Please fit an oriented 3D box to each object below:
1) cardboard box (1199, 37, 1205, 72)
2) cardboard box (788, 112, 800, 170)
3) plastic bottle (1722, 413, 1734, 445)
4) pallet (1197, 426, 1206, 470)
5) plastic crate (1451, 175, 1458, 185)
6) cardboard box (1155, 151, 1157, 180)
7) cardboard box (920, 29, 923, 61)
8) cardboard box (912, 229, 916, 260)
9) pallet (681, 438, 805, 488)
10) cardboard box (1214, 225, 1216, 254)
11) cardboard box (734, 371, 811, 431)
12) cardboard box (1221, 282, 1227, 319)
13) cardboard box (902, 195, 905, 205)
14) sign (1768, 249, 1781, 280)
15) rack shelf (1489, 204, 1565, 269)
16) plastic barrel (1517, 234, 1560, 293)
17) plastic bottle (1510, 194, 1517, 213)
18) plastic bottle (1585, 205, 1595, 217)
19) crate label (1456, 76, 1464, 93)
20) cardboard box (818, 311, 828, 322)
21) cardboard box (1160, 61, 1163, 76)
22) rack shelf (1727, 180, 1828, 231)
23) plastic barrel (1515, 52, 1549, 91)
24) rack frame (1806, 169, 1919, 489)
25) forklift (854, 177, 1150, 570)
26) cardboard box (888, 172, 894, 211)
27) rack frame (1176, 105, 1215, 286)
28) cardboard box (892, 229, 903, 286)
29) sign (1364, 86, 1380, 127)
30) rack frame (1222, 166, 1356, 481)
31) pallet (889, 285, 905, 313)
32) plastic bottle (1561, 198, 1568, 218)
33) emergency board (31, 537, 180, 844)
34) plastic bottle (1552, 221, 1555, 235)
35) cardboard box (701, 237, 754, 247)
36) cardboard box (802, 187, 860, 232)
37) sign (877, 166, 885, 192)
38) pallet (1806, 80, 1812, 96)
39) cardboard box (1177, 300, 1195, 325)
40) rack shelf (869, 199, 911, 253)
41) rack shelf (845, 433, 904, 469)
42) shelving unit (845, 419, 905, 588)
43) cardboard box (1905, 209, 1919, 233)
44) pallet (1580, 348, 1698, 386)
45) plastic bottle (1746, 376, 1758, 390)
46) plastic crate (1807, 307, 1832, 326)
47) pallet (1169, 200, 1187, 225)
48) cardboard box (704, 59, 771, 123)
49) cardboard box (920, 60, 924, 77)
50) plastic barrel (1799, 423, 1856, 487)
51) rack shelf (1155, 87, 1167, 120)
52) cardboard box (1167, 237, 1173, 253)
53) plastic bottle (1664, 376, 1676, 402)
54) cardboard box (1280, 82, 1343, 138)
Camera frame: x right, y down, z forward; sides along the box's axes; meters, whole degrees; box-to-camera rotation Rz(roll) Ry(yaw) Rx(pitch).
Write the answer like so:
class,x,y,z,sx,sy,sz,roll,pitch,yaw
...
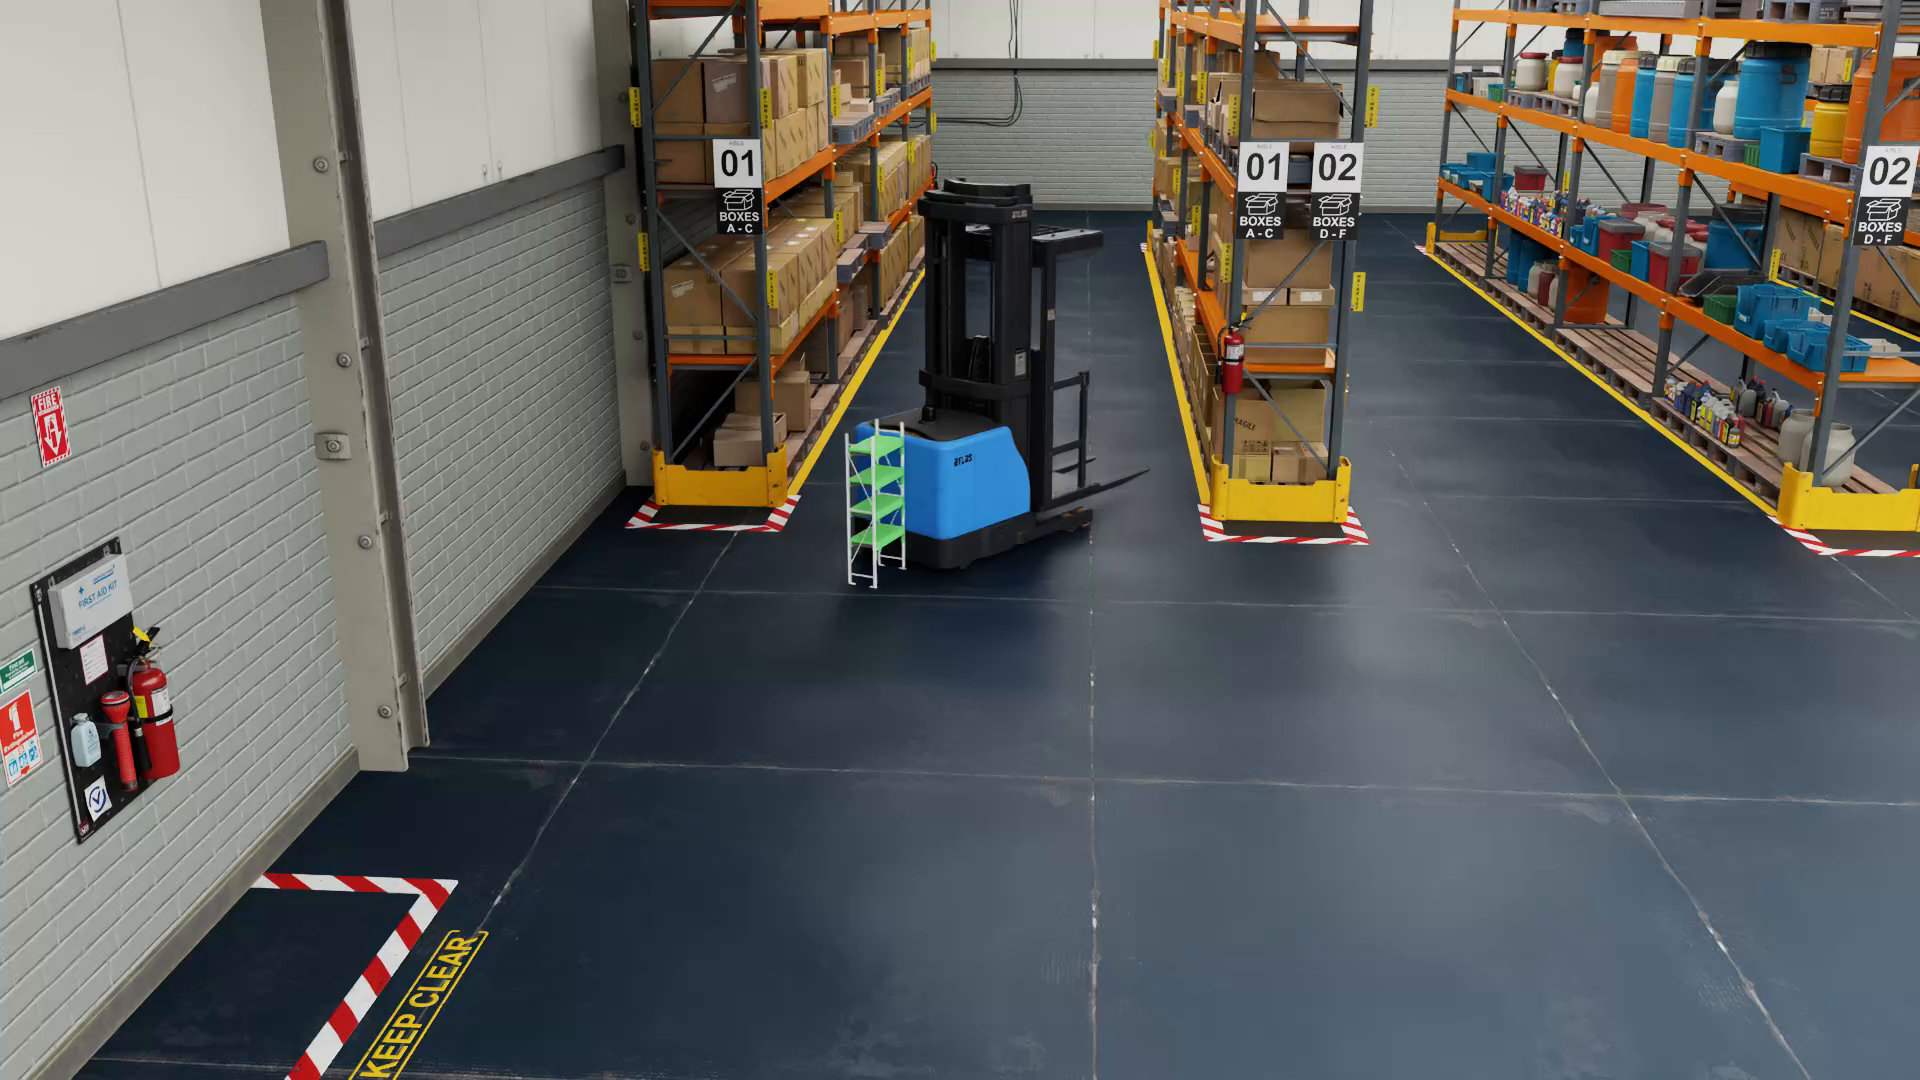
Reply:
class,x,y,z,sx,sy,sz,roll,pitch,yaw
cardboard box,3.431,-6.374,21.974,0.500,0.500,0.500,1,18,4
cardboard box,-1.777,-3.665,15.280,0.500,0.500,0.500,2,18,6
plastic bottle,7.409,-1.071,16.029,0.061,0.283,0.133,2,18,5
pallet,2.887,-0.939,16.448,1.003,0.211,1.213,1,18,4
plastic crate,8.371,-6.030,27.836,0.250,0.136,0.298,1,18,4
cardboard box,3.604,-6.372,28.391,0.500,0.500,0.500,1,18,3
cardboard box,-0.867,-8.133,27.310,0.500,0.500,0.500,0,18,1
cardboard box,-1.102,-4.881,27.342,0.700,0.500,0.500,1,18,3
pallet,-2.059,-0.707,15.741,1.003,0.211,1.213,1,18,4
cardboard box,3.180,-3.339,19.135,0.500,0.500,0.500,3,18,8
cardboard box,-1.875,-1.395,16.669,0.700,0.500,0.500,0,18,0
cardboard box,2.974,-2.479,16.512,0.700,0.500,0.500,2,18,5
cardboard box,-1.034,-5.183,25.296,0.380,0.149,0.250,2,18,5
sign,8.559,-2.894,17.492,0.100,0.325,0.005,1,18,4
rack shelf,8.441,-4.299,23.382,1.077,0.370,4.000,1,18,4
plastic barrel,8.478,-4.076,24.242,0.600,0.901,0.708,1,18,4
plastic bottle,8.109,-4.917,24.318,0.097,0.271,0.097,0,18,0
plastic bottle,8.750,-4.519,23.097,0.152,0.276,0.135,1,18,4
crate label,8.483,-7.580,27.661,0.408,0.251,0.502,1,18,4
cardboard box,-1.806,-2.742,19.579,0.500,0.250,0.500,1,18,3
cardboard box,3.562,-7.744,27.360,0.500,0.250,0.500,1,18,4
rack shelf,13.668,-5.431,26.836,1.077,0.370,4.000,1,18,4
plastic barrel,8.296,-6.794,24.131,0.433,0.535,0.433,0,18,0
rack frame,7.724,-1.535,13.792,1.000,3.000,0.127,1,18,4
forklift,0.489,-1.545,13.932,1.130,2.935,3.031,15,24,39
cardboard box,-1.210,-4.901,23.394,0.500,0.500,0.500,1,18,4
rack frame,3.357,-4.132,21.716,1.000,3.000,0.127,1,18,4
cardboard box,-1.275,-4.181,24.643,0.750,0.750,0.750,2,18,6
sign,3.337,-3.511,13.474,0.100,0.325,0.005,1,18,4
rack frame,2.784,-1.647,14.133,1.000,3.000,0.127,1,18,4
pallet,-1.362,-3.537,24.379,1.003,0.211,1.213,1,18,4
plastic bottle,8.681,-4.757,23.829,0.097,0.271,0.097,0,18,0
emergency board,-3.615,0.637,7.162,0.194,1.169,0.643,1,18,4
plastic bottle,7.944,-4.168,22.145,0.097,0.201,0.097,0,18,0
cardboard box,-2.221,-2.676,16.276,0.500,0.500,0.500,2,18,5
cardboard box,-1.621,-4.177,20.988,0.700,0.500,0.500,0,18,-1
sign,-1.042,-4.745,21.854,0.100,0.325,0.005,1,18,4
pallet,13.684,-7.167,26.303,1.003,0.211,1.213,1,18,4
cardboard box,2.959,-2.813,20.533,0.500,0.311,0.500,1,18,2
rack shelf,-1.441,-4.521,24.057,1.077,0.370,4.000,1,18,4
rack shelf,-0.651,-0.681,12.737,0.258,0.148,0.480,8,20,24
shelving unit,-0.651,-0.285,12.867,0.258,1.200,0.503,8,20,24
cardboard box,13.102,-4.432,22.471,0.500,0.500,0.500,1,18,2
pallet,8.113,-2.077,19.924,1.003,0.211,1.213,1,18,4
plastic bottle,8.252,-1.522,17.297,0.144,0.351,0.185,1,18,2
plastic crate,8.147,-2.143,16.068,0.530,0.136,0.437,1,18,4
pallet,3.492,-4.645,23.589,1.003,0.211,1.213,1,18,4
cardboard box,-1.888,-3.828,14.174,0.500,0.500,0.500,0,18,0
cardboard box,-0.867,-7.770,27.408,0.500,0.250,0.500,1,18,2
plastic barrel,7.695,-0.759,14.743,0.421,0.512,0.421,0,18,0
rack shelf,3.787,-7.079,27.048,1.077,0.370,4.000,1,18,4
cardboard box,3.294,-4.296,24.321,0.500,0.250,0.500,1,18,4
plastic bottle,7.551,-1.601,17.667,0.097,0.271,0.097,0,18,0
cardboard box,3.175,-3.896,15.118,0.500,0.500,0.500,1,18,4
